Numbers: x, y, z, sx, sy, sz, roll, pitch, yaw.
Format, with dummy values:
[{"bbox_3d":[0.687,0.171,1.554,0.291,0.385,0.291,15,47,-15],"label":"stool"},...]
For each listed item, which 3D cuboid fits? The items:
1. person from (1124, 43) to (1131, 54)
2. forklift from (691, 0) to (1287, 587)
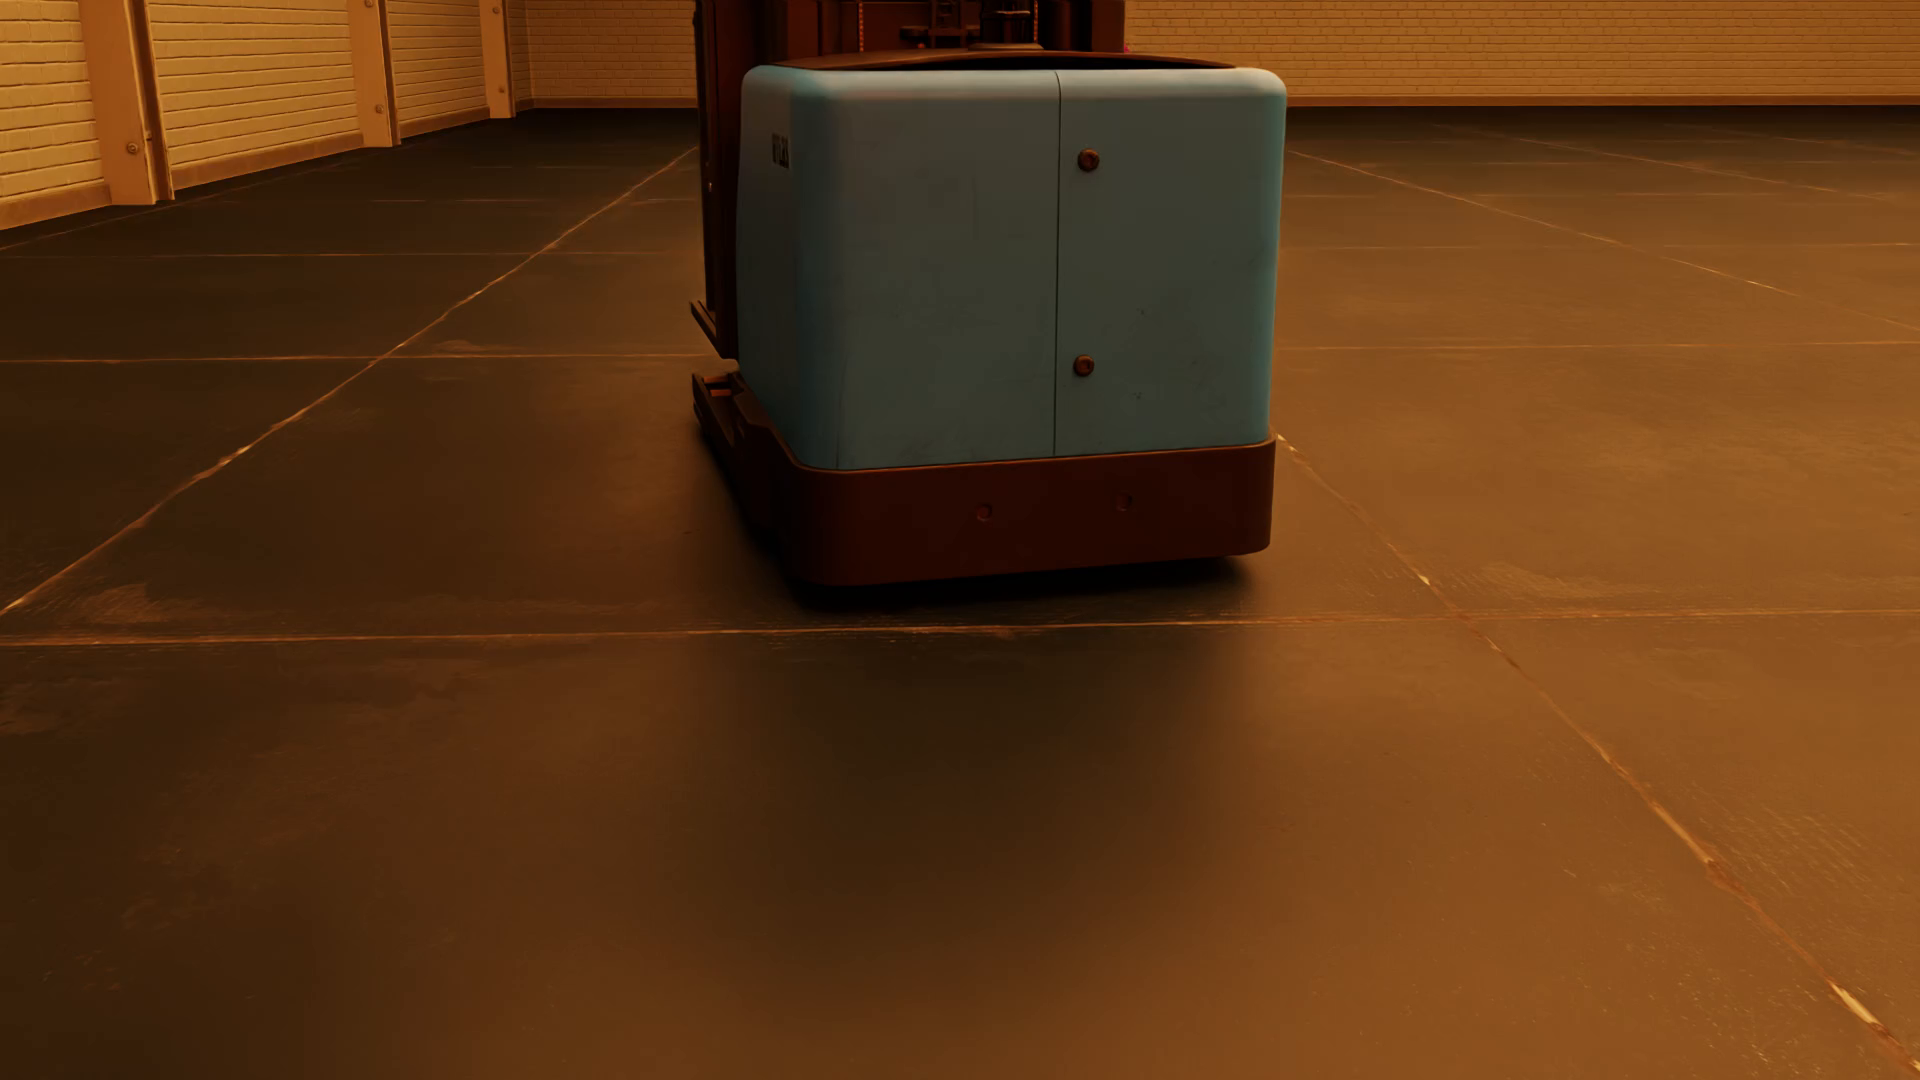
[{"bbox_3d":[0.223,-1.086,4.995,1.022,1.484,1.161,8,19,24],"label":"person"},{"bbox_3d":[-0.182,-1.698,4.459,1.130,2.935,3.031,-4,18,-14],"label":"forklift"}]
